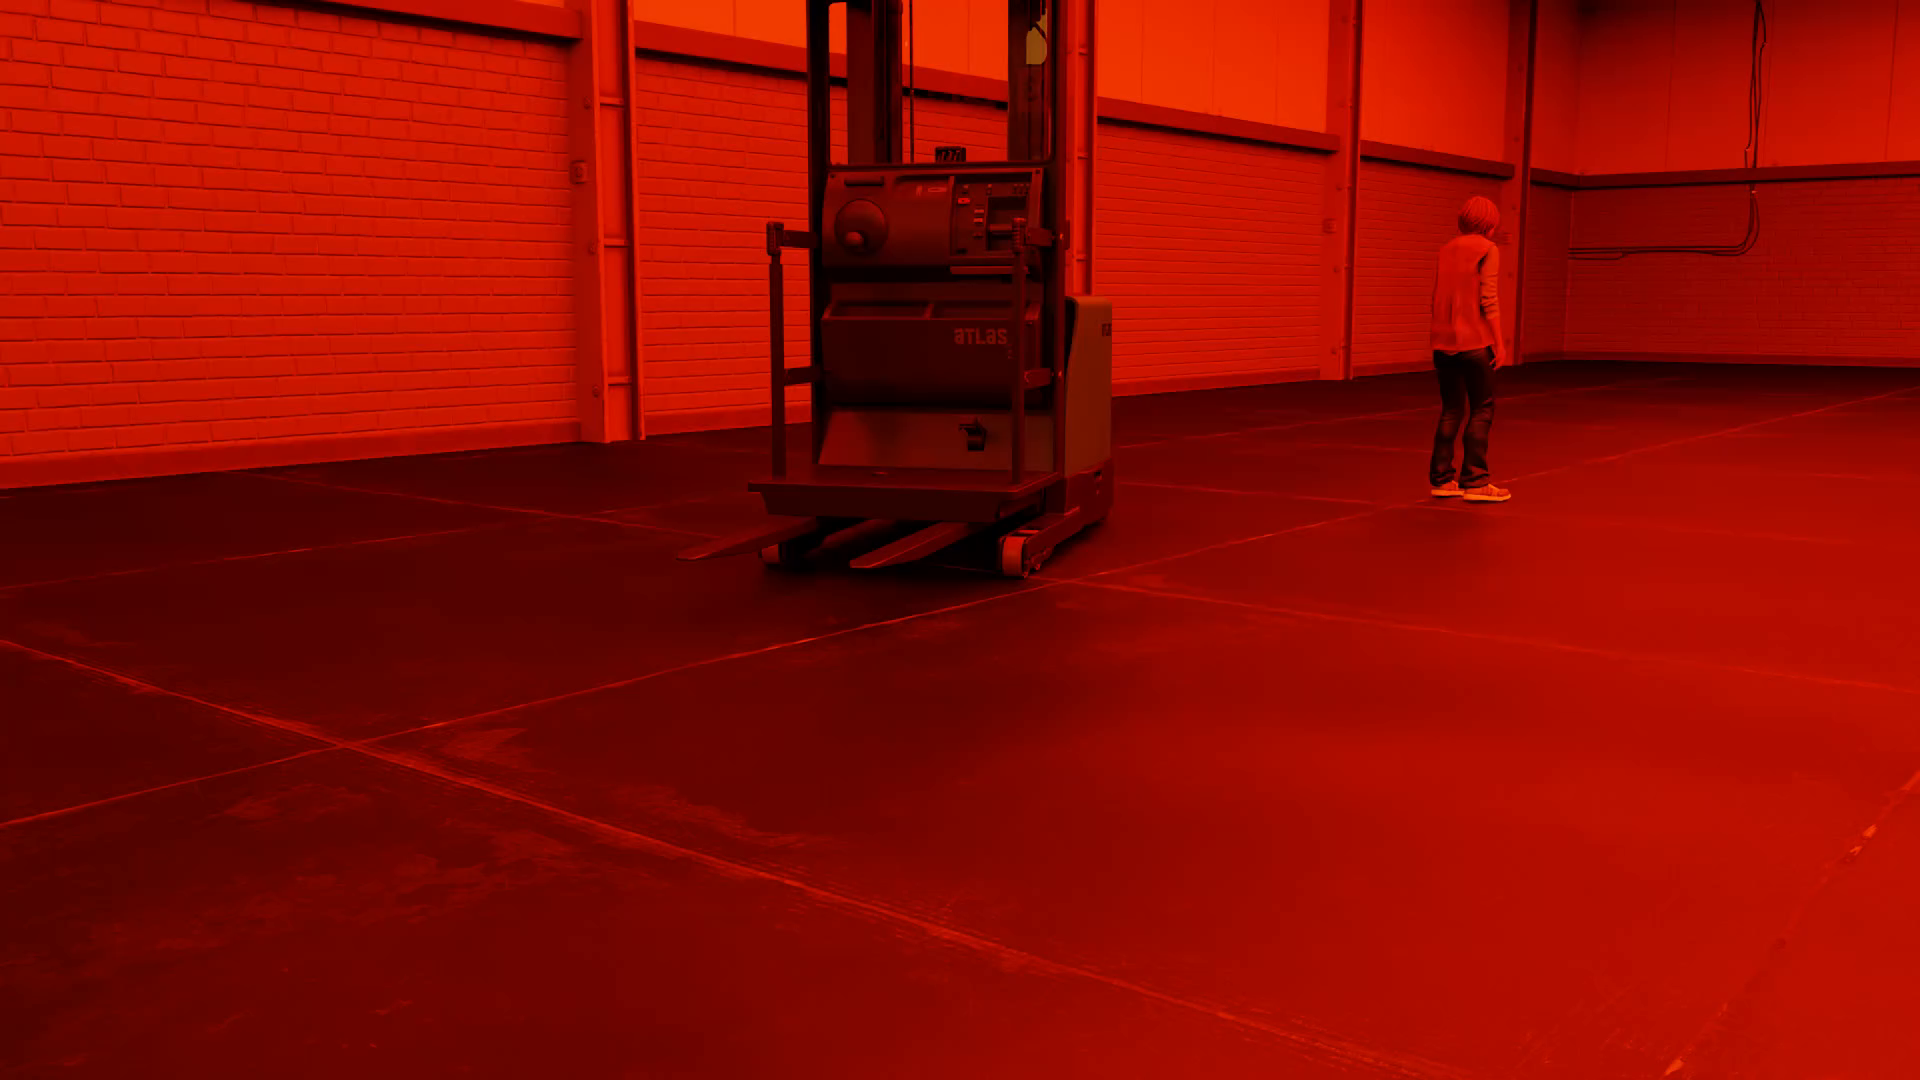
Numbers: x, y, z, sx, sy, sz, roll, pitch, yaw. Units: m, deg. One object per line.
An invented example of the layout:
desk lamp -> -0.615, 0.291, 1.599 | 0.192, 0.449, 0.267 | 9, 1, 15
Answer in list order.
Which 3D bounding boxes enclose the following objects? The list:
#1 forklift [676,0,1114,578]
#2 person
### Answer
forklift -> -0.176, -1.366, 6.616 | 1.130, 2.935, 3.031 | 3, 9, 17
person -> 2.684, -1.011, 8.816 | 0.345, 1.592, 0.464 | -4, 9, -28
